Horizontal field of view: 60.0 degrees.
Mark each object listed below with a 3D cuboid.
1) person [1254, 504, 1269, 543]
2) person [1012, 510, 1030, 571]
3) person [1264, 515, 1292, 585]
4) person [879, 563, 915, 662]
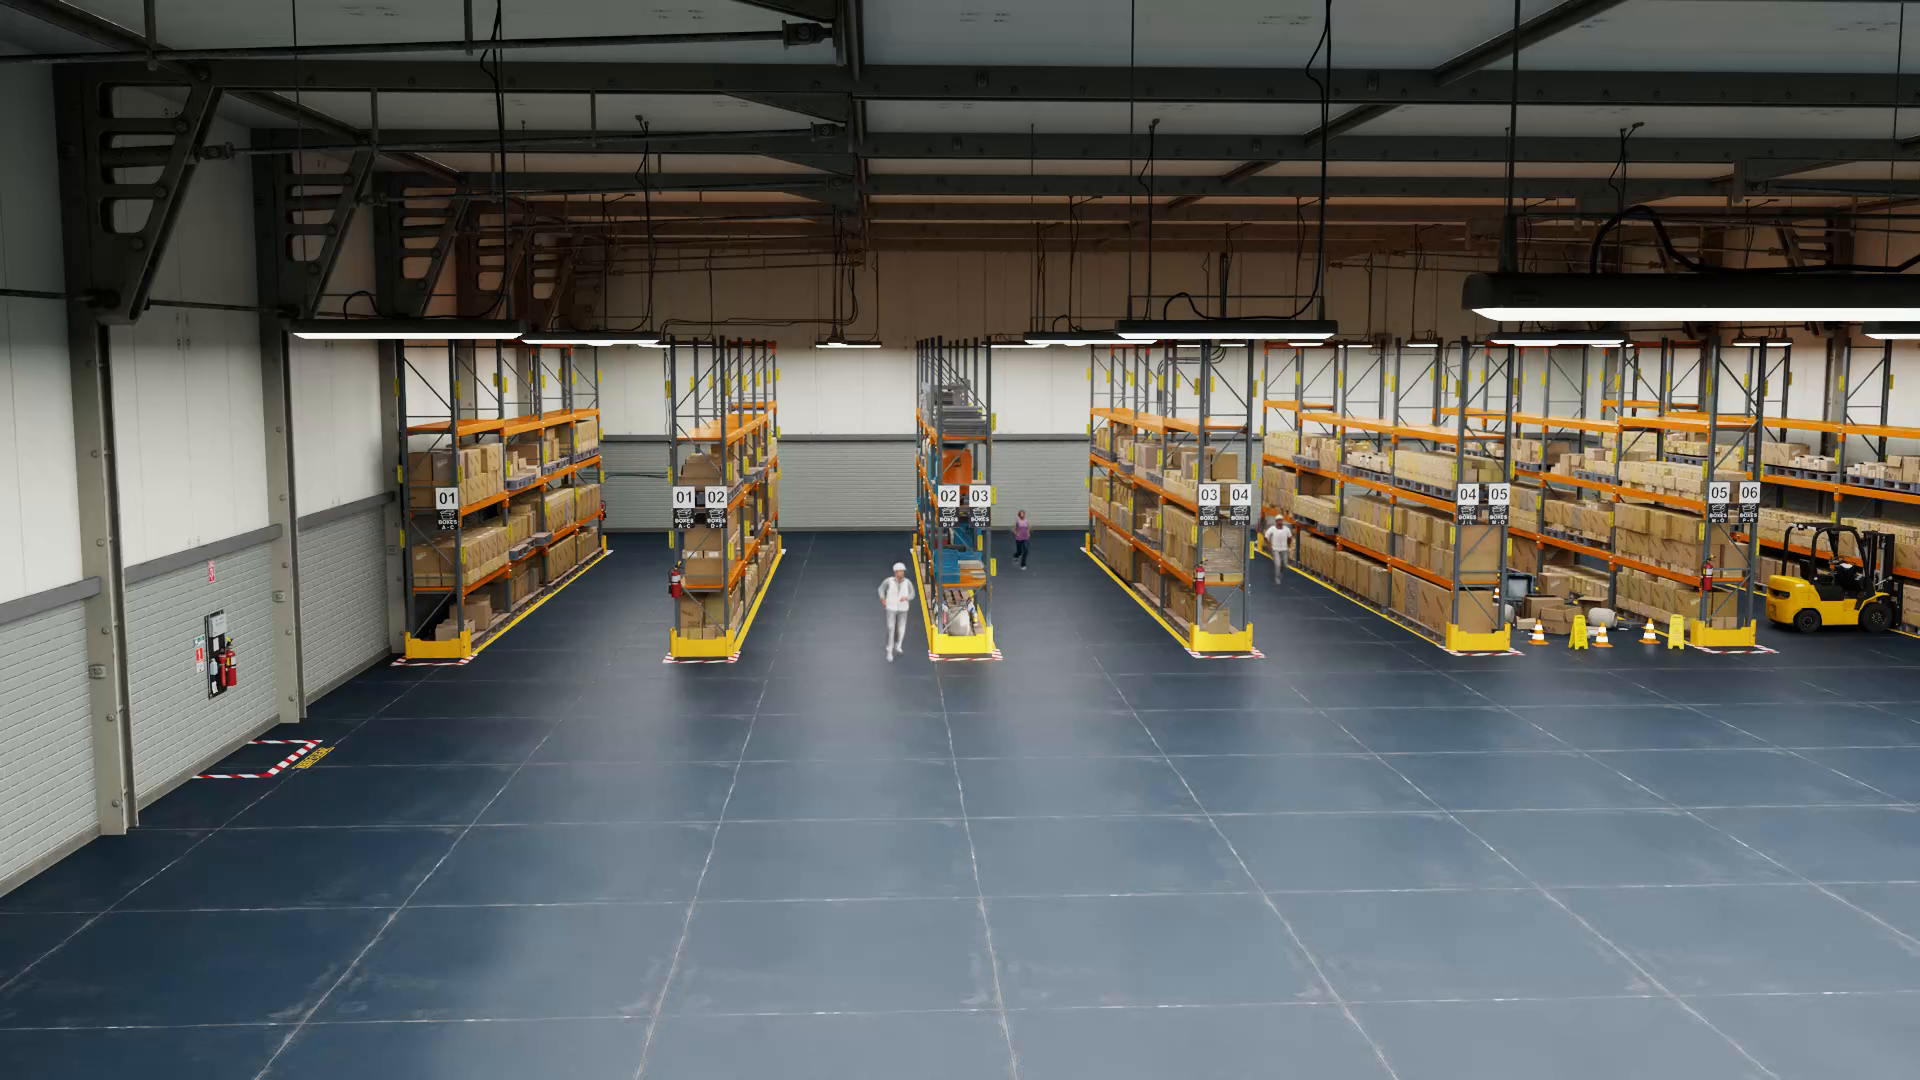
[{"bbox_3d":[8.996,-0.647,49.209,0.501,1.563,0.746,0,6,1],"label":"person"},{"bbox_3d":[1.613,-0.005,43.645,0.539,1.583,0.756,-2,7,-17],"label":"person"},{"bbox_3d":[7.823,0.233,40.839,0.697,1.717,0.609,-1,7,-5],"label":"person"},{"bbox_3d":[-1.155,1.316,31.104,0.657,1.790,0.927,-2,7,-13],"label":"person"}]
